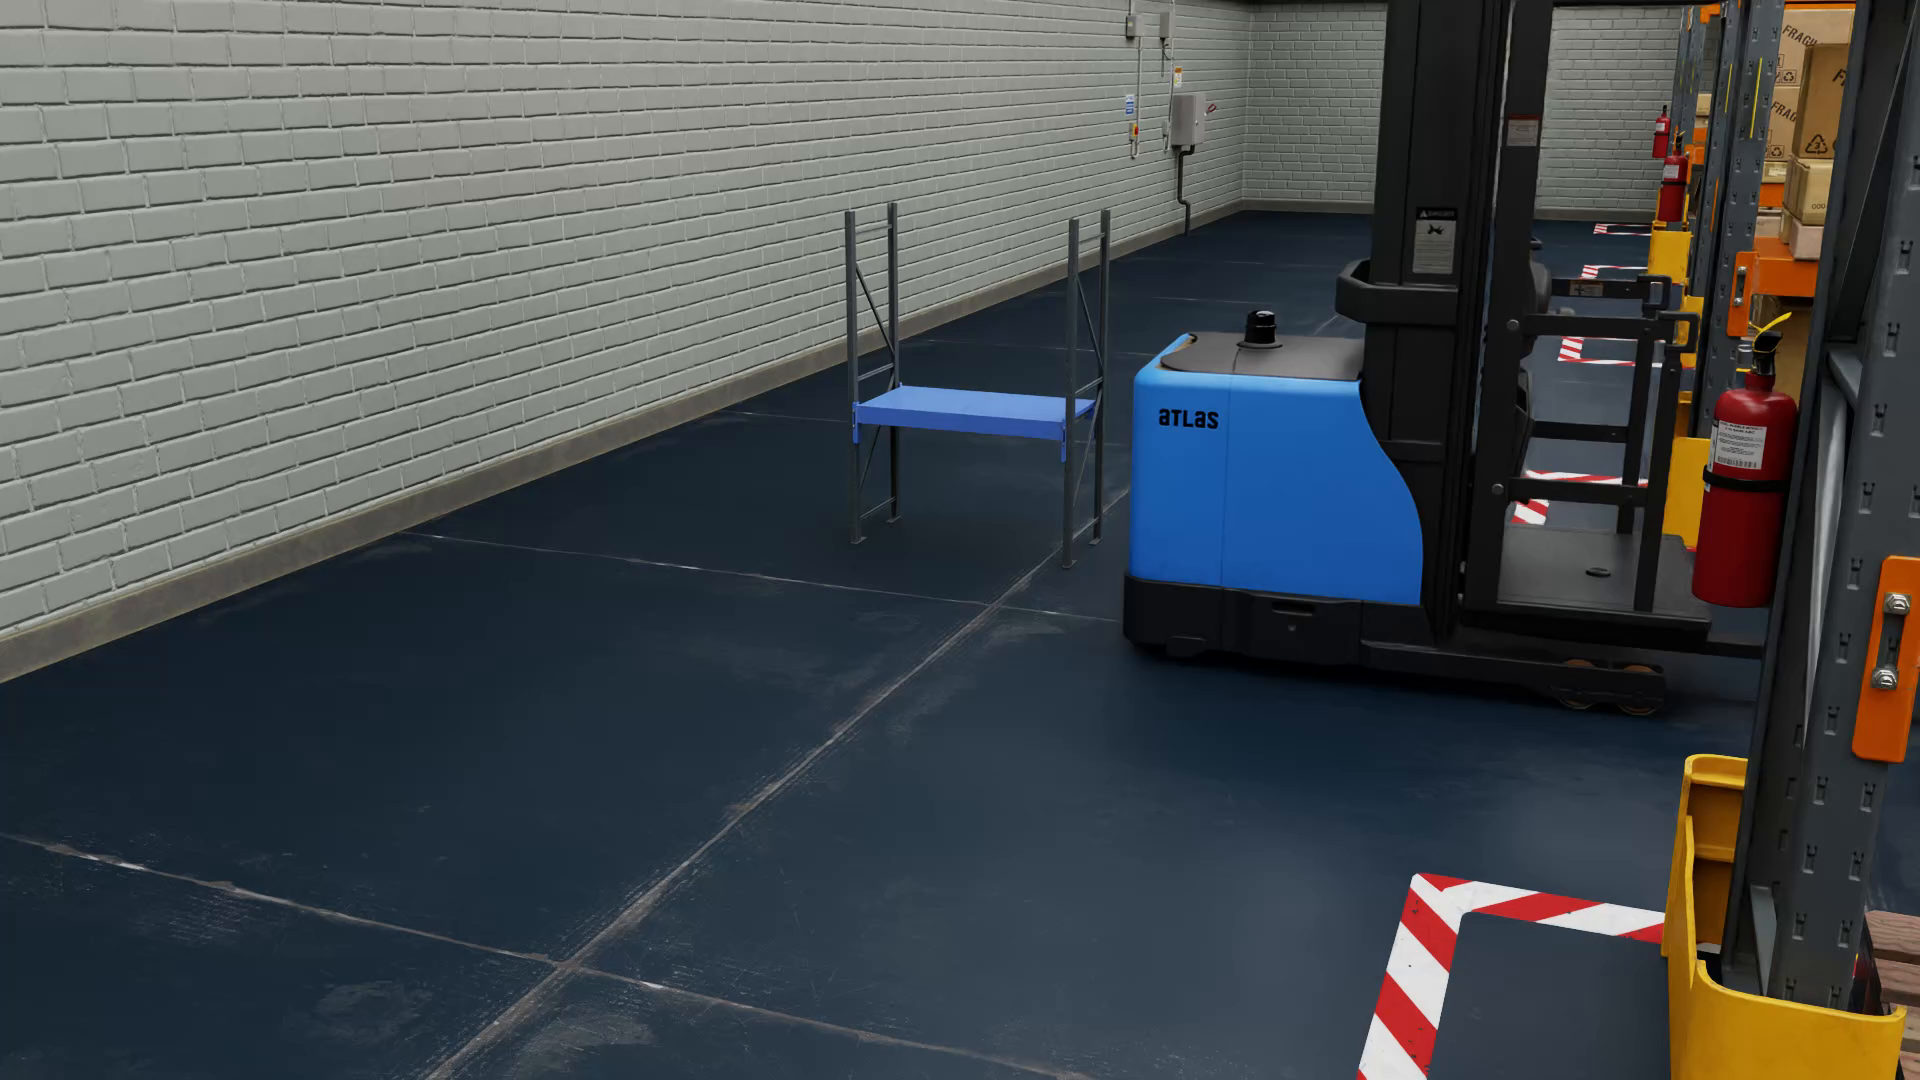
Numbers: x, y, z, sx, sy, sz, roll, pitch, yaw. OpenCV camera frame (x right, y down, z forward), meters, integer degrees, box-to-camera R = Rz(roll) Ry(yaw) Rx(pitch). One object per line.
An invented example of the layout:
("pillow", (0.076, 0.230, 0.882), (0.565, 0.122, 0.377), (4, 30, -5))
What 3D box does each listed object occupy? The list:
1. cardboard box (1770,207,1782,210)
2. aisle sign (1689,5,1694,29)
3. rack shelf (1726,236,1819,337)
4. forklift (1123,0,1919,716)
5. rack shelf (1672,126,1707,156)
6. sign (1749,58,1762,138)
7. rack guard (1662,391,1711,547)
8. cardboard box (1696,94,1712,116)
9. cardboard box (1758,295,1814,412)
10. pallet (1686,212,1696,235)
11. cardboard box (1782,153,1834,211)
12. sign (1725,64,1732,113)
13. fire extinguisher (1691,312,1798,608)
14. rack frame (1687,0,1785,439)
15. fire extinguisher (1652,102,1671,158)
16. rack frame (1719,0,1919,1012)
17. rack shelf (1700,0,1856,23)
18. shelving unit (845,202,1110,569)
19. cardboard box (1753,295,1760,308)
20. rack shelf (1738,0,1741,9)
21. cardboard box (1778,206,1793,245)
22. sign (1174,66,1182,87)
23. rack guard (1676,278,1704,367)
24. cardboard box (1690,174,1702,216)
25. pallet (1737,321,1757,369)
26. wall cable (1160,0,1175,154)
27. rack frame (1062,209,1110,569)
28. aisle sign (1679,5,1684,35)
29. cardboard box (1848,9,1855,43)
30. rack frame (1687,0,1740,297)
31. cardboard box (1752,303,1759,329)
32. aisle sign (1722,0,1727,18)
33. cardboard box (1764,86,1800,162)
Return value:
("cardboard box", (10.344, -4.232, 20.602), (0.500, 0.500, 0.700), (7, 18, 23))
("aisle sign", (7.037, -5.308, 15.916), (0.004, 0.787, 0.394), (6, 17, 21))
("rack shelf", (5.435, -1.008, 7.055), (4.000, 0.370, 1.077), (6, 17, 21))
("forklift", (2.183, -0.979, 5.789), (3.031, 2.935, 1.130), (5, 17, 17))
("rack shelf", (10.889, -4.866, 20.344), (4.000, 0.370, 1.077), (6, 17, 21))
("sign", (3.365, -1.868, 7.034), (0.005, 0.325, 0.100), (6, 17, 21))
("rack guard", (3.552, -0.360, 8.016), (0.348, 0.500, 1.175), (6, 17, 21))
("cardboard box", (9.352, -5.370, 20.527), (0.500, 0.250, 0.500), (6, 17, 21))
("cardboard box", (4.199, -0.694, 7.743), (0.875, 0.875, 0.875), (6, 17, 21))
("pallet", (9.841, -3.987, 21.030), (1.213, 0.211, 1.003), (6, 17, 21))
("cardboard box", (4.123, -1.648, 7.705), (0.500, 0.250, 0.500), (6, 17, 20))
("sign", (5.290, -3.109, 11.449), (0.005, 0.325, 0.100), (6, 17, 21))
("fire extinguisher", (1.784, -0.190, 3.756), (0.183, 0.674, 0.296), (6, 17, 21))
("rack frame", (3.575, -1.558, 7.659), (0.127, 3.000, 1.000), (6, 17, 21))
("fire extinguisher", (8.722, -5.095, 20.650), (0.183, 0.674, 0.296), (6, 17, 21))
("rack frame", (1.757, -0.273, 3.234), (0.127, 3.000, 1.000), (6, 17, 21))
("rack shelf", (9.071, -5.018, 15.490), (4.000, 0.370, 1.077), (6, 17, 21))
("shelving unit", (0.079, -0.712, 7.434), (1.048, 1.500, 0.538), (6, 17, 21))
("cardboard box", (6.084, -1.829, 12.421), (0.250, 0.149, 0.380), (6, 17, 19))
("rack shelf", (7.349, -3.724, 11.032), (4.000, 0.370, 1.077), (6, 17, 21))
("cardboard box", (4.027, -1.486, 7.863), (0.250, 0.149, 0.380), (7, 17, 22))
("sign", (2.650, -5.632, 20.212), (0.001, 0.242, 0.339), (6, 17, 21))
("rack guard", (5.559, -1.626, 12.376), (0.348, 0.500, 1.175), (6, 17, 21))
("cardboard box", (9.563, -4.331, 20.937), (0.637, 0.503, 0.797), (6, 17, 18))
("pallet", (6.302, -1.395, 12.099), (1.213, 0.211, 1.003), (6, 17, 21))
("wall cable", (2.466, -5.556, 19.608), (0.122, 1.984, 0.588), (6, 17, 21))
("rack frame", (0.552, -0.660, 7.255), (0.032, 1.500, 0.500), (6, 17, 21))
("aisle sign", (8.857, -6.595, 20.347), (0.004, 0.787, 0.394), (6, 17, 21))
("cardboard box", (6.281, -3.340, 11.292), (0.500, 0.500, 0.500), (7, 18, 22))
("rack frame", (5.489, -2.834, 12.055), (0.127, 3.000, 1.000), (6, 17, 21))
("cardboard box", (6.055, -1.667, 12.394), (0.250, 0.149, 0.380), (7, 17, 22))
("aisle sign", (5.311, -4.012, 11.450), (0.004, 0.787, 0.394), (6, 17, 21))
("cardboard box", (5.805, -2.907, 11.594), (0.500, 0.500, 0.500), (7, 18, 23))
